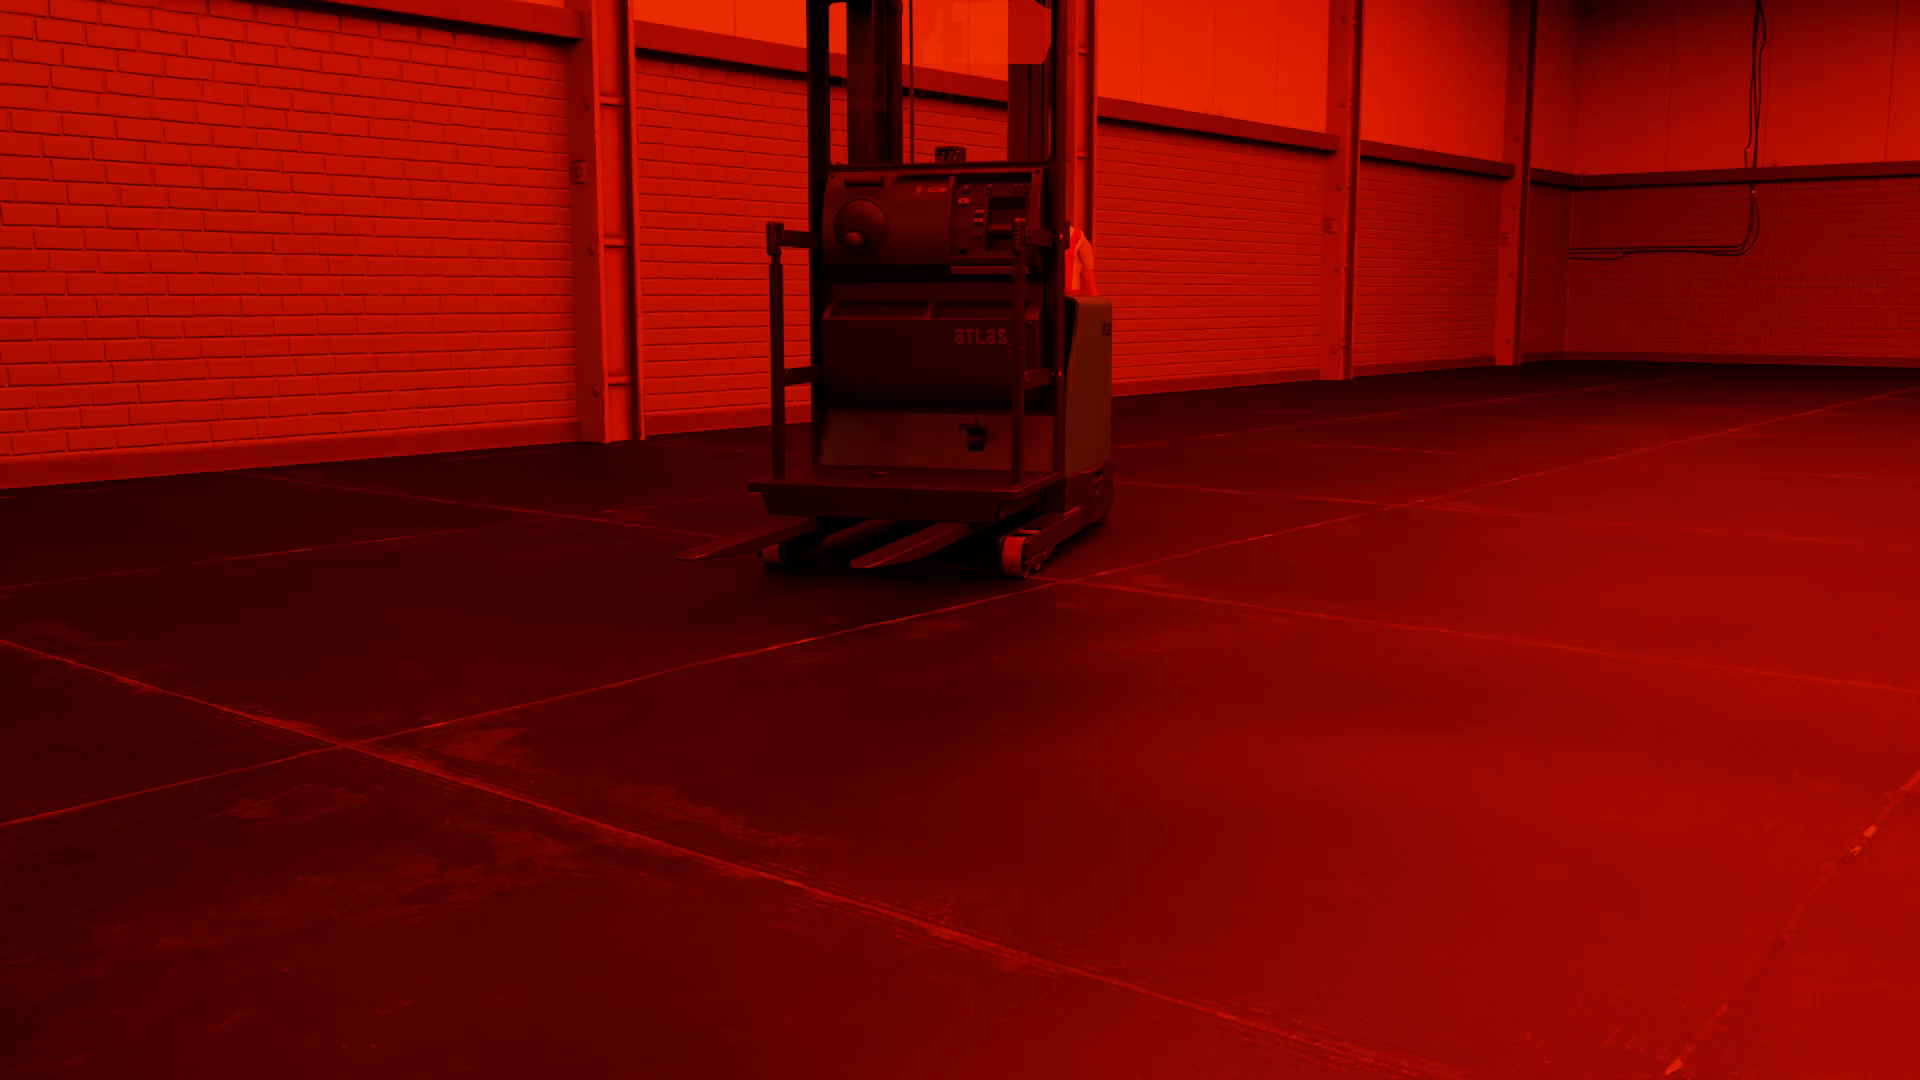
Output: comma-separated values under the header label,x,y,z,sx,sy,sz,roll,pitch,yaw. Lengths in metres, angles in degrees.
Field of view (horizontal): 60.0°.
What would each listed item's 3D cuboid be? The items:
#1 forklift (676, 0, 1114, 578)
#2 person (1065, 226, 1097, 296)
label,x,y,z,sx,sy,sz,roll,pitch,yaw
forklift,-0.176,-1.366,6.616,1.130,2.935,3.031,3,9,17
person,0.591,-1.367,10.619,0.608,1.777,0.454,1,8,9
